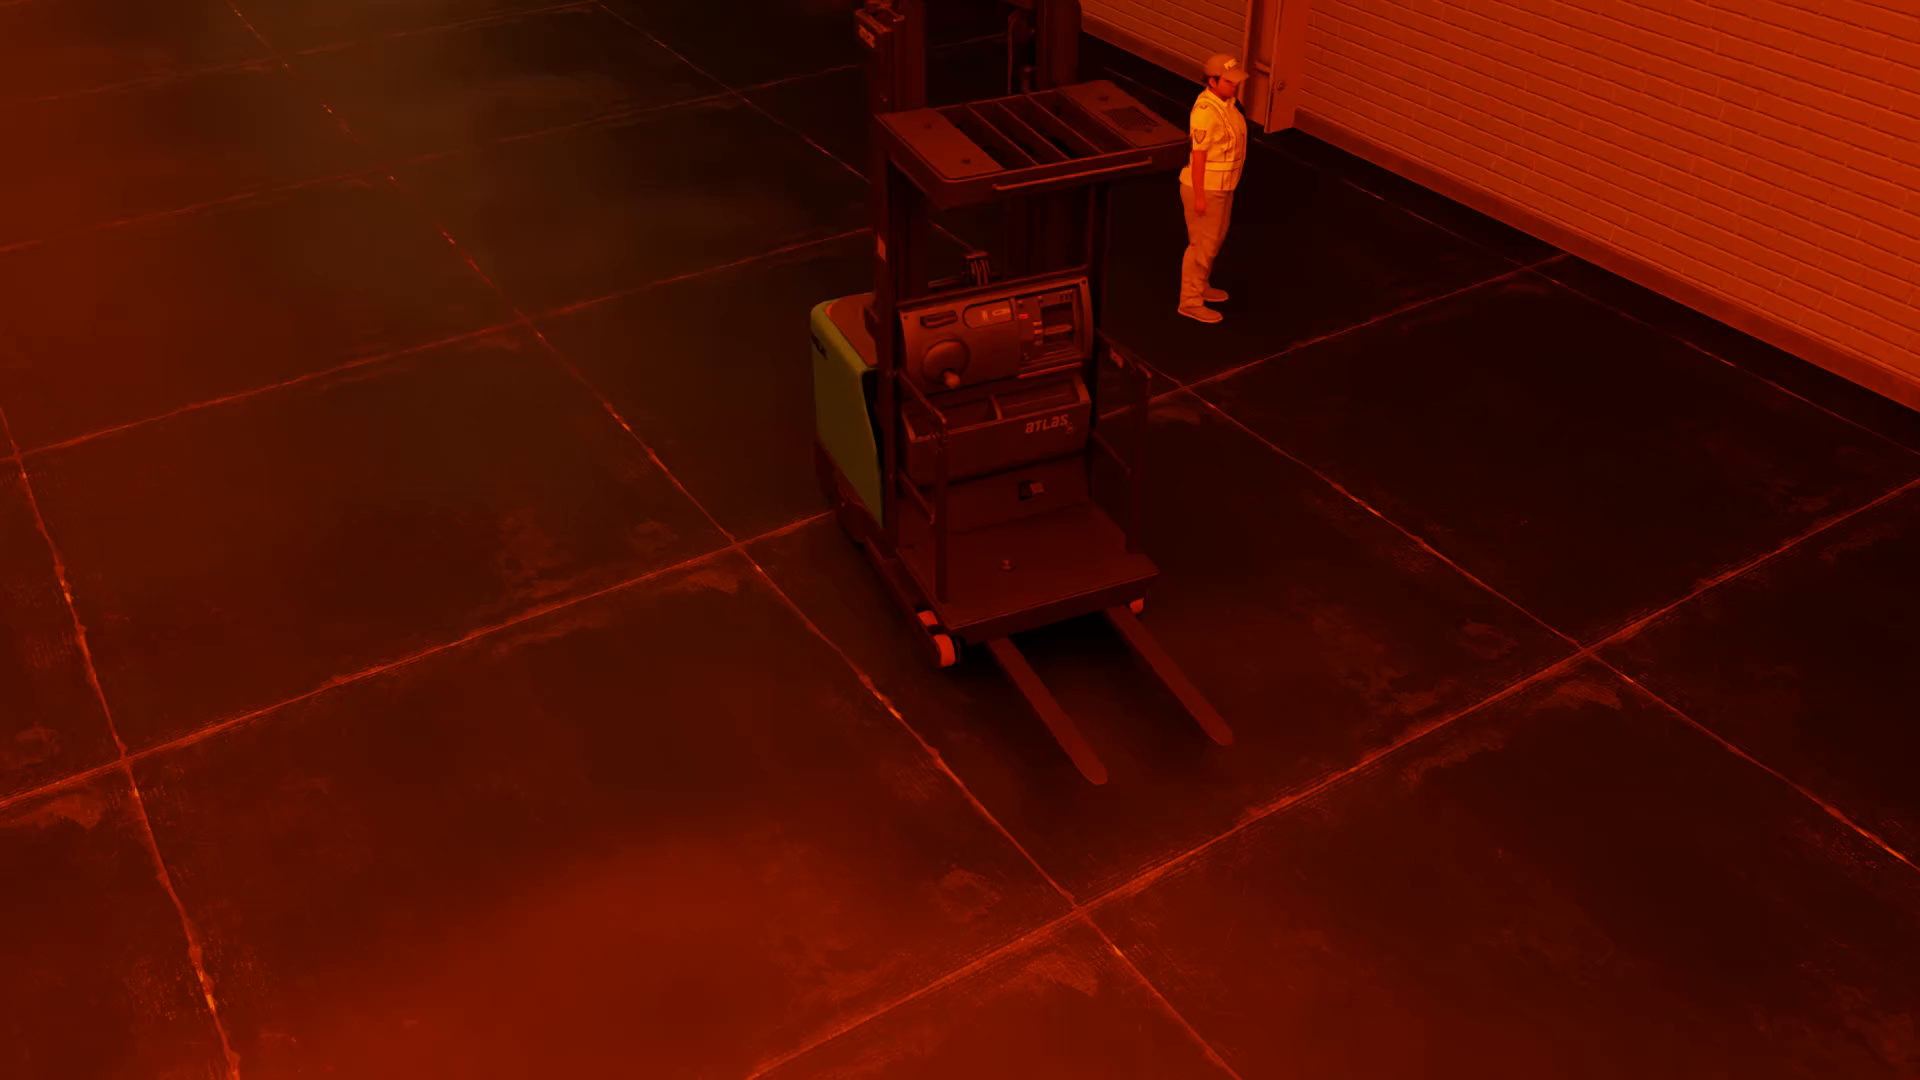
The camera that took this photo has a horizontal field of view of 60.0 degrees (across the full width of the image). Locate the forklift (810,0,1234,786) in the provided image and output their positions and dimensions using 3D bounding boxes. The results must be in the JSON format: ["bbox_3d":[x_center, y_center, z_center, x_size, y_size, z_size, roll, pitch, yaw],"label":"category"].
[{"bbox_3d":[0.261,-0.877,7.396,1.130,2.935,3.031,-14,37,-19],"label":"forklift"}]

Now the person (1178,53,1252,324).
[{"bbox_3d":[1.572,-2.215,10.407,0.389,1.668,0.507,12,37,17],"label":"person"}]
